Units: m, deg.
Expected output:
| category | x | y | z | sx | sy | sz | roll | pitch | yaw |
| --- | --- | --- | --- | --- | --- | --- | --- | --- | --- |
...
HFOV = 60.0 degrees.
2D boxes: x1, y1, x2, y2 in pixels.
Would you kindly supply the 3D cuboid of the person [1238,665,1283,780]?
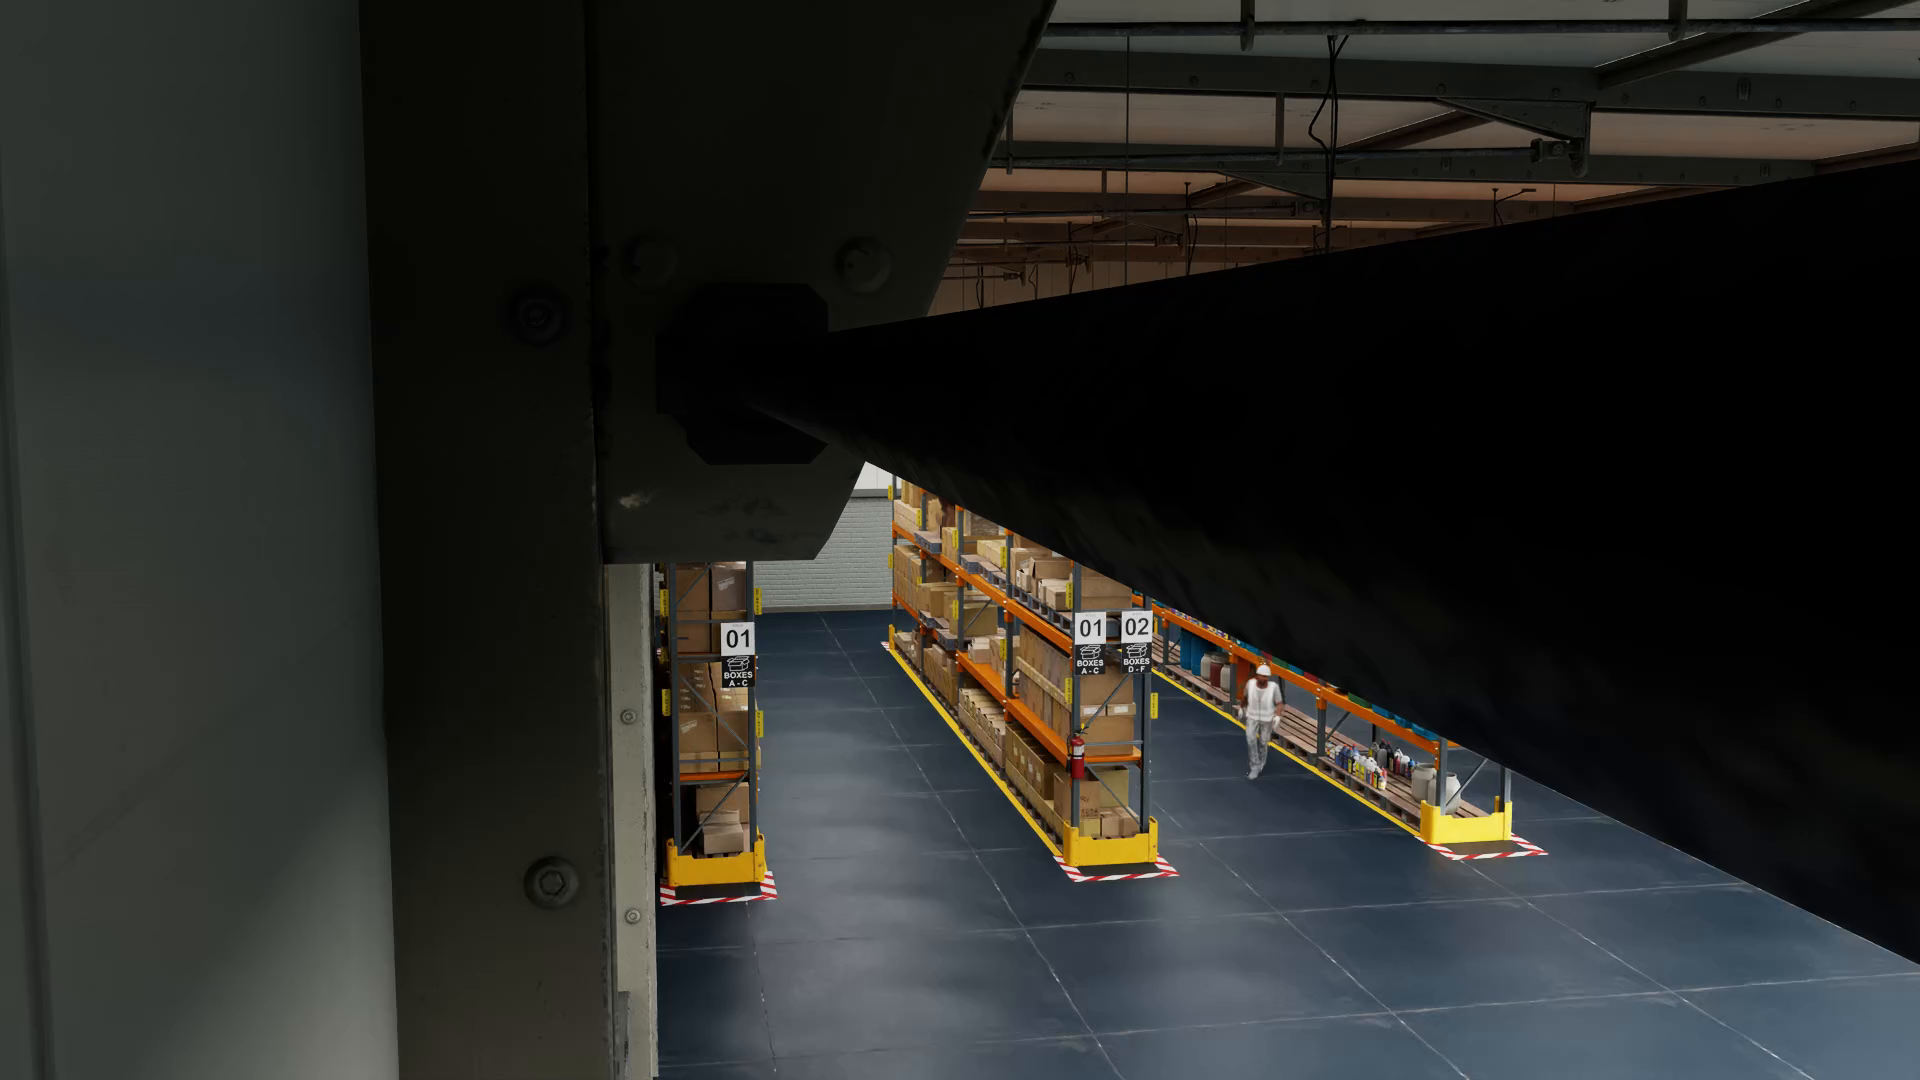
| category | x | y | z | sx | sy | sz | roll | pitch | yaw |
| --- | --- | --- | --- | --- | --- | --- | --- | --- | --- |
| person | 4.578 | 2.728 | 25.351 | 0.671 | 1.735 | 0.812 | 1 | 6 | 9 |
